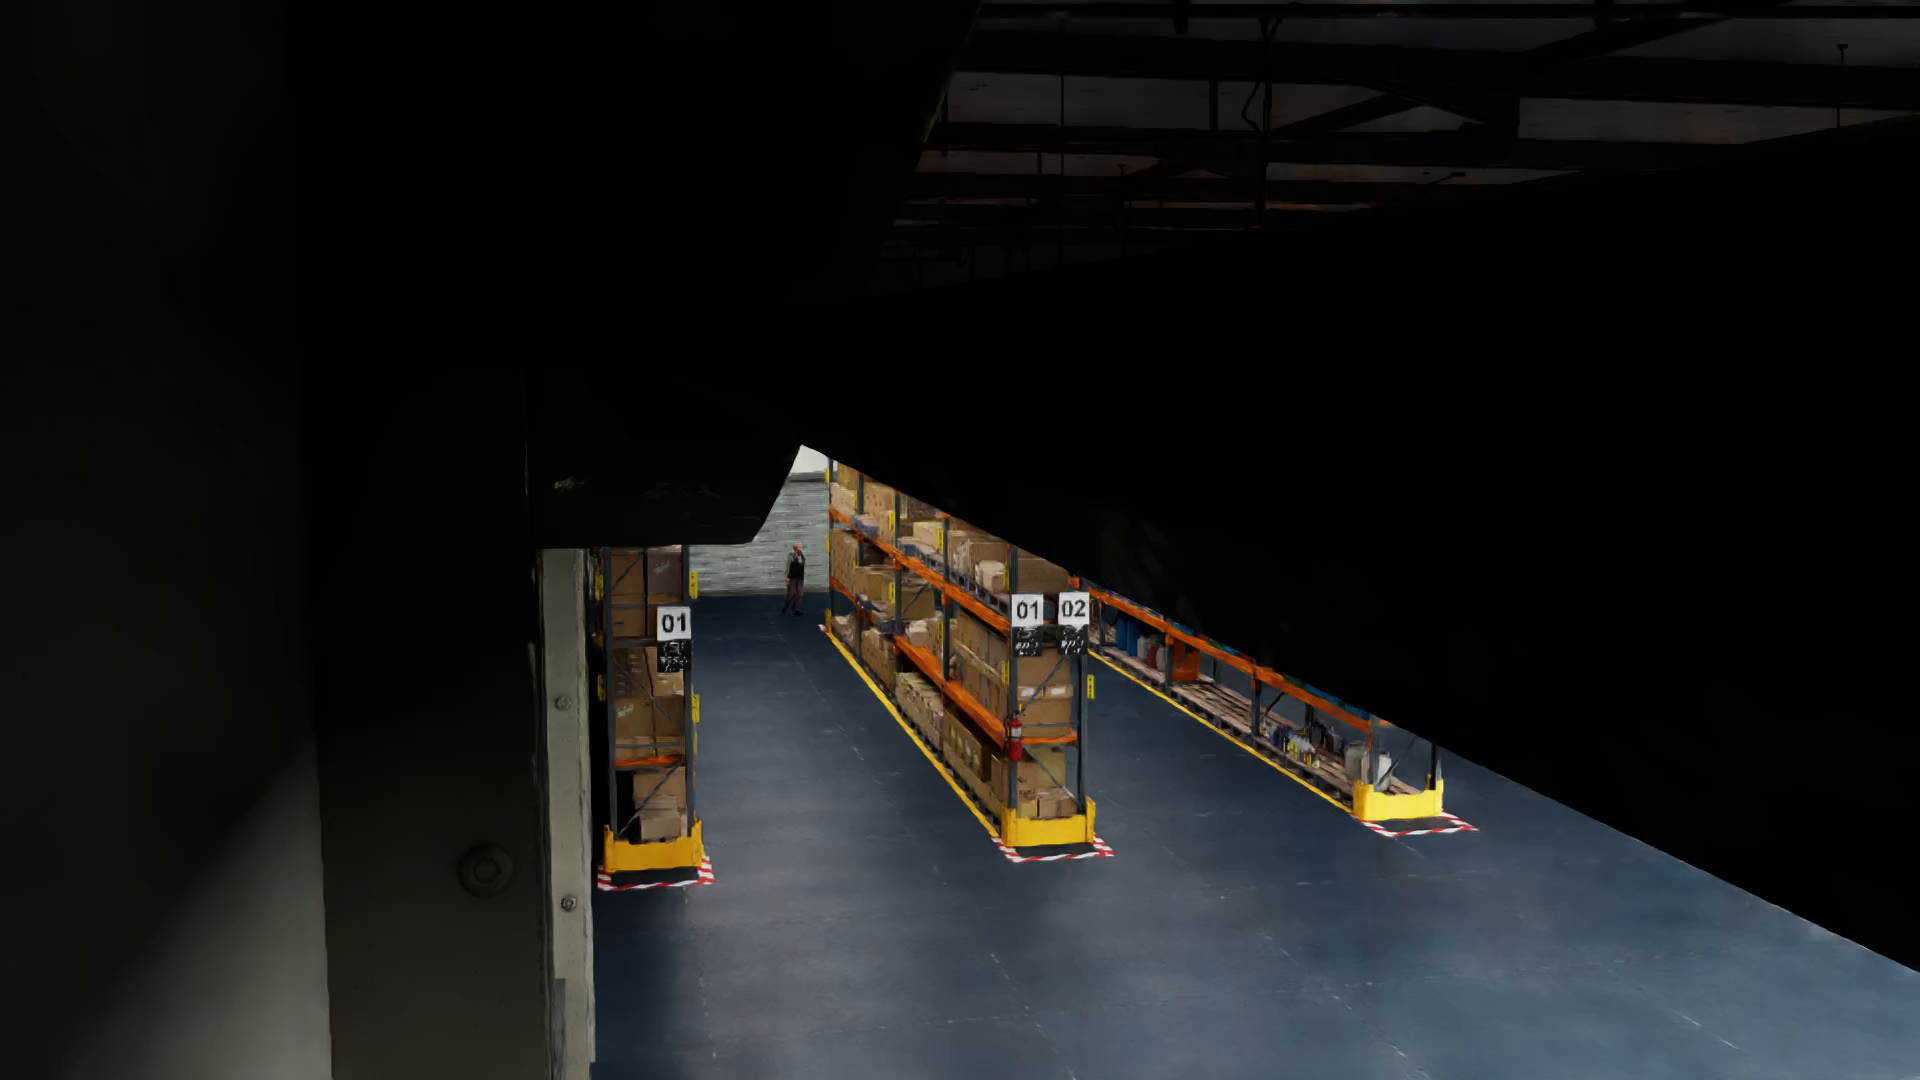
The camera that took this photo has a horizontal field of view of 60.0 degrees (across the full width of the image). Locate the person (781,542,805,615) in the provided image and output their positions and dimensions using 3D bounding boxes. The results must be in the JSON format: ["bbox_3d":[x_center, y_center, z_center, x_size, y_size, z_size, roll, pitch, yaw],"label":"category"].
[{"bbox_3d":[-3.891,0.894,38.719,0.542,1.709,0.575,6,9,41],"label":"person"}]
